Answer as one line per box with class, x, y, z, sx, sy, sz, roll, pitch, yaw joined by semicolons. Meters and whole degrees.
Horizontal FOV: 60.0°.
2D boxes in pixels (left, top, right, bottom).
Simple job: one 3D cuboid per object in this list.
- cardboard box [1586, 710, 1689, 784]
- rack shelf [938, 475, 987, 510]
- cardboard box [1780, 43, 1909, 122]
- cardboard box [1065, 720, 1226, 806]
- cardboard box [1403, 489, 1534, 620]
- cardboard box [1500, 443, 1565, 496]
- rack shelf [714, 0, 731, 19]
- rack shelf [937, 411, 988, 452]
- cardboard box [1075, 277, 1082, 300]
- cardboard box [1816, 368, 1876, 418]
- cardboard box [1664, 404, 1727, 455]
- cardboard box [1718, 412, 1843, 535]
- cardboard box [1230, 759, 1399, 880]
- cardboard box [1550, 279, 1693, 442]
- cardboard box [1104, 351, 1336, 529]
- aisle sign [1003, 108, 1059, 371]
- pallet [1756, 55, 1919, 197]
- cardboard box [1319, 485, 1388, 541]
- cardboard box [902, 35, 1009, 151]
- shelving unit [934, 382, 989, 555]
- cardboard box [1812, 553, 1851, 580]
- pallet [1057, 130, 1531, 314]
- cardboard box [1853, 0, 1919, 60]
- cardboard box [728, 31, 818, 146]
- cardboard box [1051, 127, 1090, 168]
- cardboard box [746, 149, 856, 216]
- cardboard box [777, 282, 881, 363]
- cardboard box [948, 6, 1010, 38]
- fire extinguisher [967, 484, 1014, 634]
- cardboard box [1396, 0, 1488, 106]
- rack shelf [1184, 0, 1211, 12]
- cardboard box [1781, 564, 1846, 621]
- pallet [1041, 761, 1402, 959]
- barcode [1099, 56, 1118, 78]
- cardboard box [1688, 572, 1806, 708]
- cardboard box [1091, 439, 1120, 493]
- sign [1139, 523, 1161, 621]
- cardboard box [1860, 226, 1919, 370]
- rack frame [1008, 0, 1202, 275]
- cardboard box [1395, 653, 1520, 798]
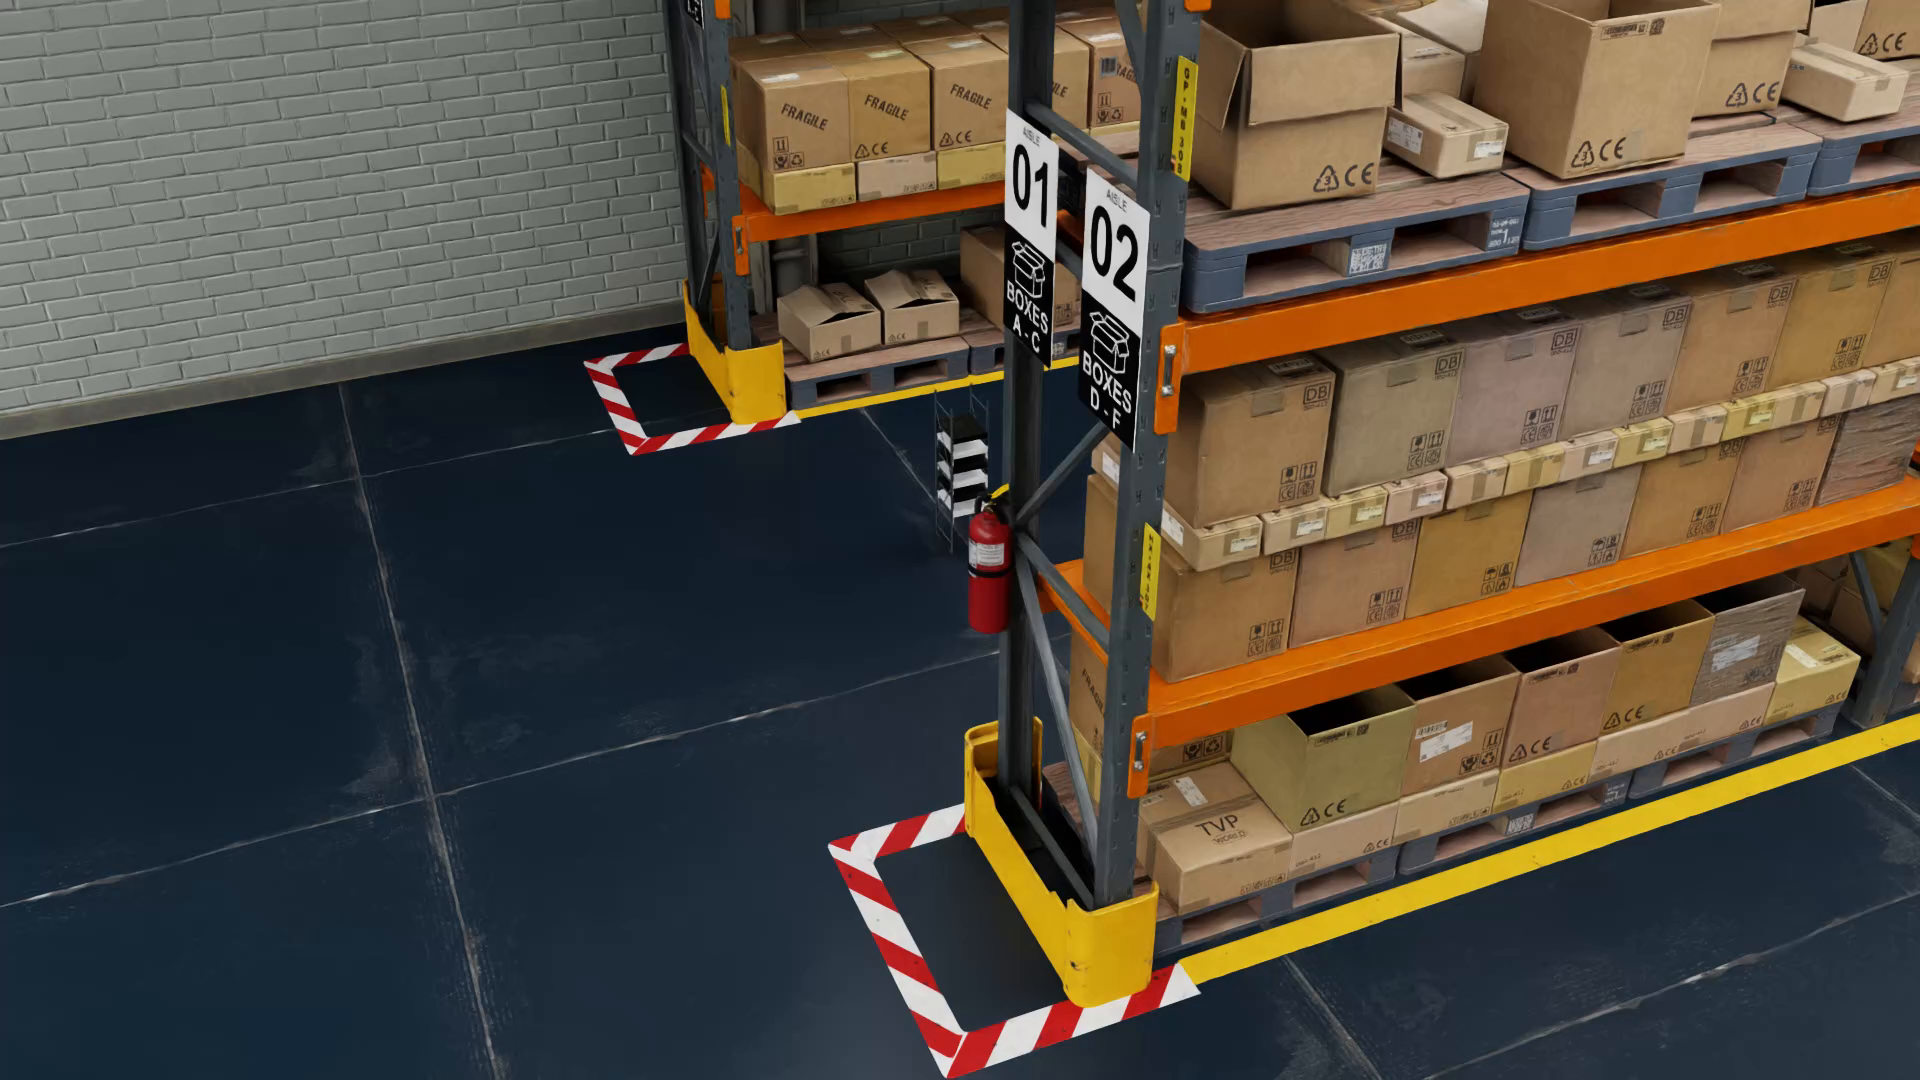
cardboard box;2.831;0.774;7.365;0.500;0.250;0.500;-13;35;-19
rack shelf;0.007;-0.276;8.992;0.200;0.077;0.258;-13;35;-19
cardboard box;3.088;-1.619;5.872;0.250;0.149;0.380;-13;35;-19
cardboard box;0.786;0.935;7.117;0.500;0.250;0.500;-13;35;-19
cardboard box;1.784;-0.129;6.524;0.500;0.500;0.700;-13;35;-19
cardboard box;2.038;-0.341;6.255;0.250;0.149;0.380;-13;35;-20
rack shelf;0.329;-3.648;9.933;4.000;0.370;1.077;-13;35;-19
rack shelf;0.007;-0.577;8.796;0.200;0.077;0.258;-13;35;-19
cardboard box;0.691;-1.776;11.358;0.250;0.149;0.380;-16;36;-23
cardboard box;3.457;-0.665;6.754;0.250;0.149;0.380;-14;36;-20
cardboard box;2.755;-0.506;6.508;0.250;0.149;0.380;-12;35;-18
cardboard box;3.204;-0.455;7.025;0.500;0.500;0.700;-13;35;-19
cardboard box;1.446;1.088;6.882;0.500;0.250;0.500;-13;35;-19
cardboard box;2.299;-0.795;6.359;0.500;0.500;0.700;-13;35;-19
cardboard box;0.890;-0.469;5.857;0.500;0.500;0.700;-13;35;-19
aisle sign;0.232;-1.003;5.576;0.004;0.787;0.394;-13;35;-19
pallet;3.318;-1.651;6.286;1.213;0.211;1.003;-13;35;-19
cardboard box;1.324;-0.177;6.004;0.250;0.149;0.380;-13;35;-19
cardboard box;-0.020;-2.685;9.975;0.500;0.500;0.500;-14;36;-20
shelving unit;0.007;-0.379;8.925;0.210;0.900;0.258;-13;35;-19
cardboard box;4.357;-0.113;8.213;0.500;0.311;0.500;-13;35;-19
pallet;1.068;-1.136;5.495;1.213;0.211;1.003;-13;35;-19
cardboard box;3.528;-2.184;6.419;0.500;0.500;0.500;-10;34;-15
cardboard box;-1.163;-2.736;10.055;0.500;0.500;0.500;-13;35;-19
cardboard box;0.470;-2.486;10.357;0.500;0.250;0.500;-13;35;-19
cardboard box;-0.942;-2.159;9.855;0.500;0.250;0.500;-14;36;-20
cardboard box;-0.842;-1.428;10.675;0.500;0.311;0.500;-17;37;-24
cardboard box;0.245;-3.055;10.545;0.500;0.500;0.500;-12;35;-18
fire extinguisher;0.117;0.044;6.421;0.183;0.674;0.296;-13;35;-19
cardboard box;1.879;-1.728;5.891;0.500;0.311;0.500;-9;34;-13
rack shelf;2.250;-2.247;5.397;4.000;0.370;1.077;-13;35;-19
cardboard box;4.364;0.119;8.371;0.500;0.250;0.500;-13;35;-19
pallet;1.095;1.206;7.120;1.213;0.211;1.003;-13;35;-19
barcode;0.498;-1.587;5.574;0.075;0.075;0.001;-13;35;-19
cardboard box;3.286;0.345;7.335;0.500;0.500;0.500;-13;35;-19
cardboard box;0.685;-0.270;6.146;0.250;0.149;0.380;-13;35;-20
sign;0.616;0.104;5.391;0.005;0.325;0.100;-13;35;-19
cardboard box;3.688;-1.113;6.847;0.500;0.500;0.700;-13;35;-19
rack frame;0.406;-2.294;4.443;0.127;3.000;1.000;-13;35;-19
cardboard box;1.903;0.662;6.848;0.500;0.500;0.500;-13;35;-19
